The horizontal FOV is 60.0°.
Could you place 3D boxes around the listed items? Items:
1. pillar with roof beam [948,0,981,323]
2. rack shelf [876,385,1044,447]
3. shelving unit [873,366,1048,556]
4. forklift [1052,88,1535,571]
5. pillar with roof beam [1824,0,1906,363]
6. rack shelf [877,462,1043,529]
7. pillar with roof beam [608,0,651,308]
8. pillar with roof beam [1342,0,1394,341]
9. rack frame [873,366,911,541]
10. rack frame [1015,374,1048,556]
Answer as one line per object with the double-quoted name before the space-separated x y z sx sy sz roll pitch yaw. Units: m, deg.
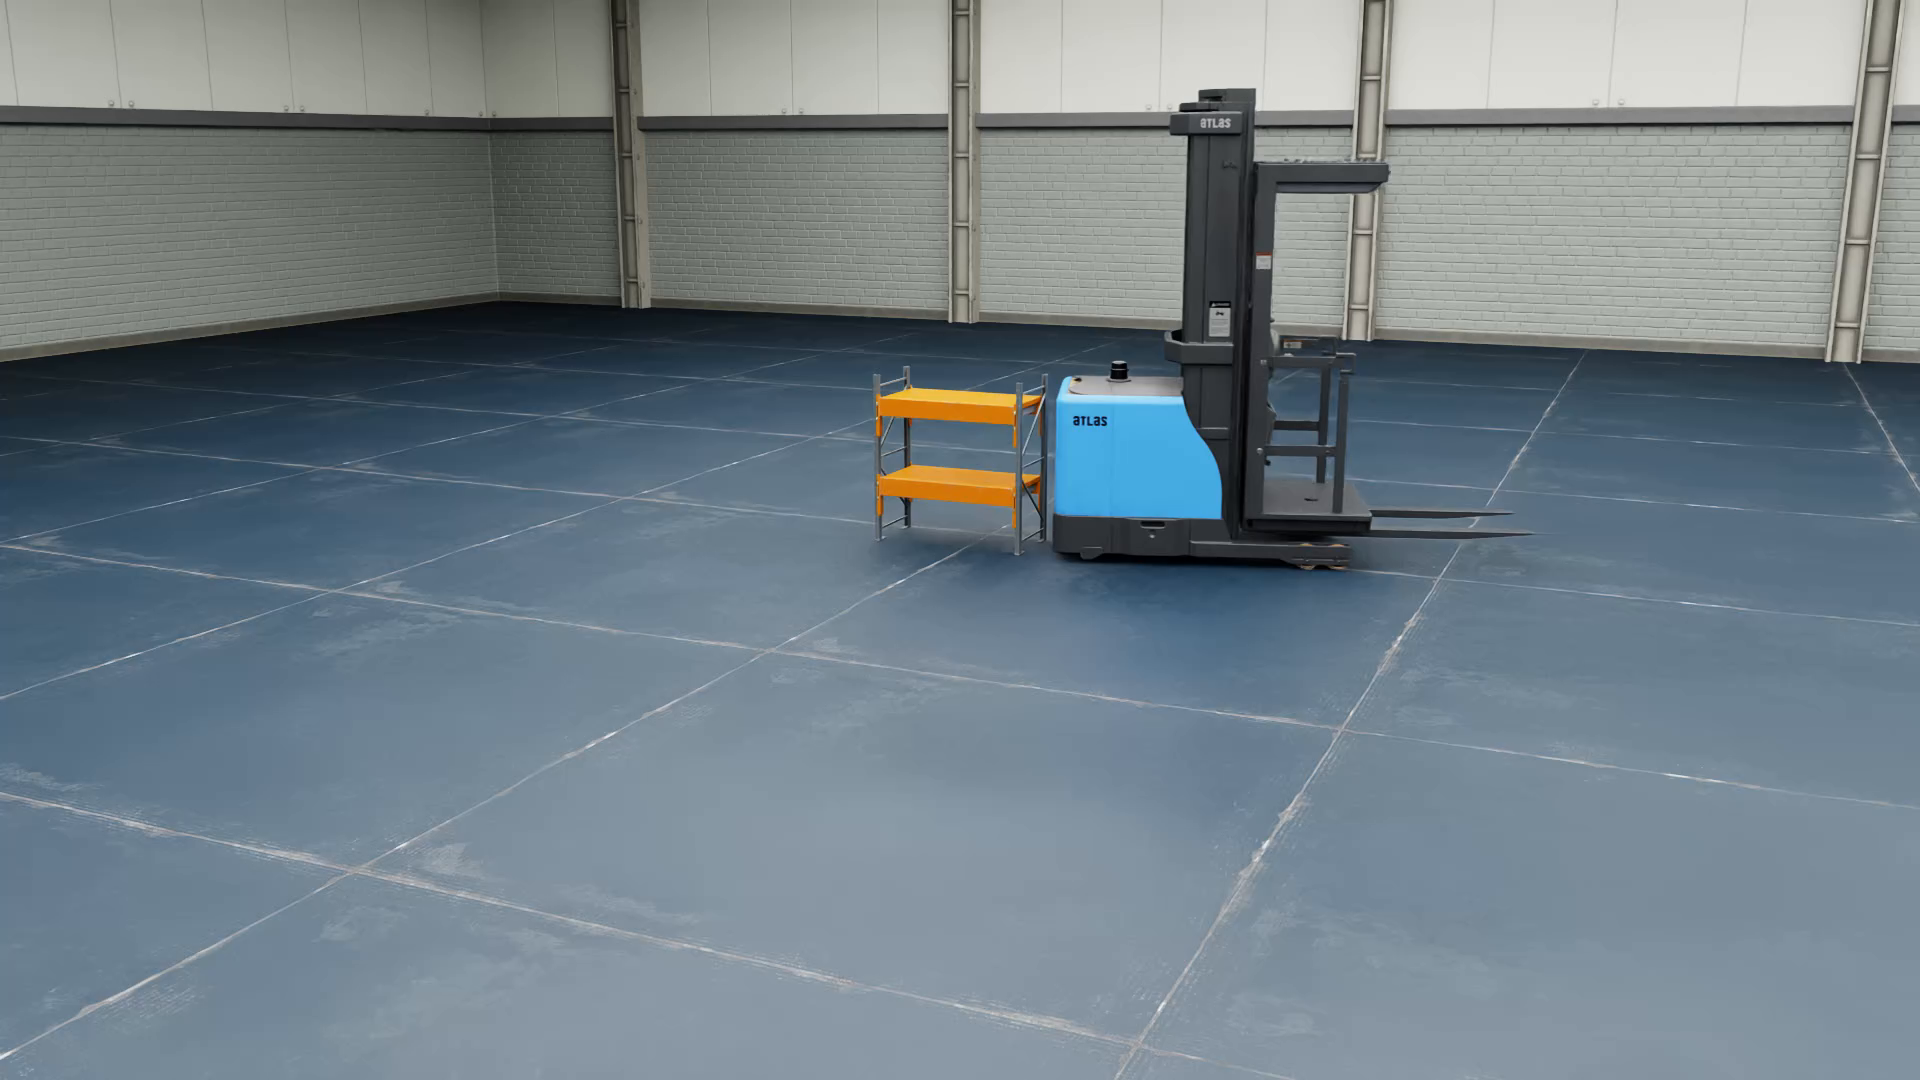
"pillar with roof beam" -1.680 -6.831 20.669 0.400 9.000 9.100 6 14 23
"rack shelf" 0.006 -0.832 11.057 1.000 0.278 0.538 6 14 23
"shelving unit" 0.006 -0.547 11.124 1.048 1.125 0.538 6 14 23
"forklift" 2.146 -1.363 10.646 3.031 2.935 1.130 1 13 6
"pillar with roof beam" 9.292 -5.721 15.937 0.400 9.000 9.100 6 14 23
"rack shelf" 0.006 -0.309 11.180 1.000 0.278 0.538 6 14 23
"pillar with roof beam" -7.165 -7.386 23.035 0.400 9.000 9.100 6 14 23
"pillar with roof beam" 3.806 -6.276 18.303 0.400 9.000 9.100 6 14 23
"rack frame" -0.459 -0.594 11.324 0.032 1.125 0.500 6 14 23
"rack frame" 0.471 -0.500 10.923 0.032 1.125 0.500 6 14 23
